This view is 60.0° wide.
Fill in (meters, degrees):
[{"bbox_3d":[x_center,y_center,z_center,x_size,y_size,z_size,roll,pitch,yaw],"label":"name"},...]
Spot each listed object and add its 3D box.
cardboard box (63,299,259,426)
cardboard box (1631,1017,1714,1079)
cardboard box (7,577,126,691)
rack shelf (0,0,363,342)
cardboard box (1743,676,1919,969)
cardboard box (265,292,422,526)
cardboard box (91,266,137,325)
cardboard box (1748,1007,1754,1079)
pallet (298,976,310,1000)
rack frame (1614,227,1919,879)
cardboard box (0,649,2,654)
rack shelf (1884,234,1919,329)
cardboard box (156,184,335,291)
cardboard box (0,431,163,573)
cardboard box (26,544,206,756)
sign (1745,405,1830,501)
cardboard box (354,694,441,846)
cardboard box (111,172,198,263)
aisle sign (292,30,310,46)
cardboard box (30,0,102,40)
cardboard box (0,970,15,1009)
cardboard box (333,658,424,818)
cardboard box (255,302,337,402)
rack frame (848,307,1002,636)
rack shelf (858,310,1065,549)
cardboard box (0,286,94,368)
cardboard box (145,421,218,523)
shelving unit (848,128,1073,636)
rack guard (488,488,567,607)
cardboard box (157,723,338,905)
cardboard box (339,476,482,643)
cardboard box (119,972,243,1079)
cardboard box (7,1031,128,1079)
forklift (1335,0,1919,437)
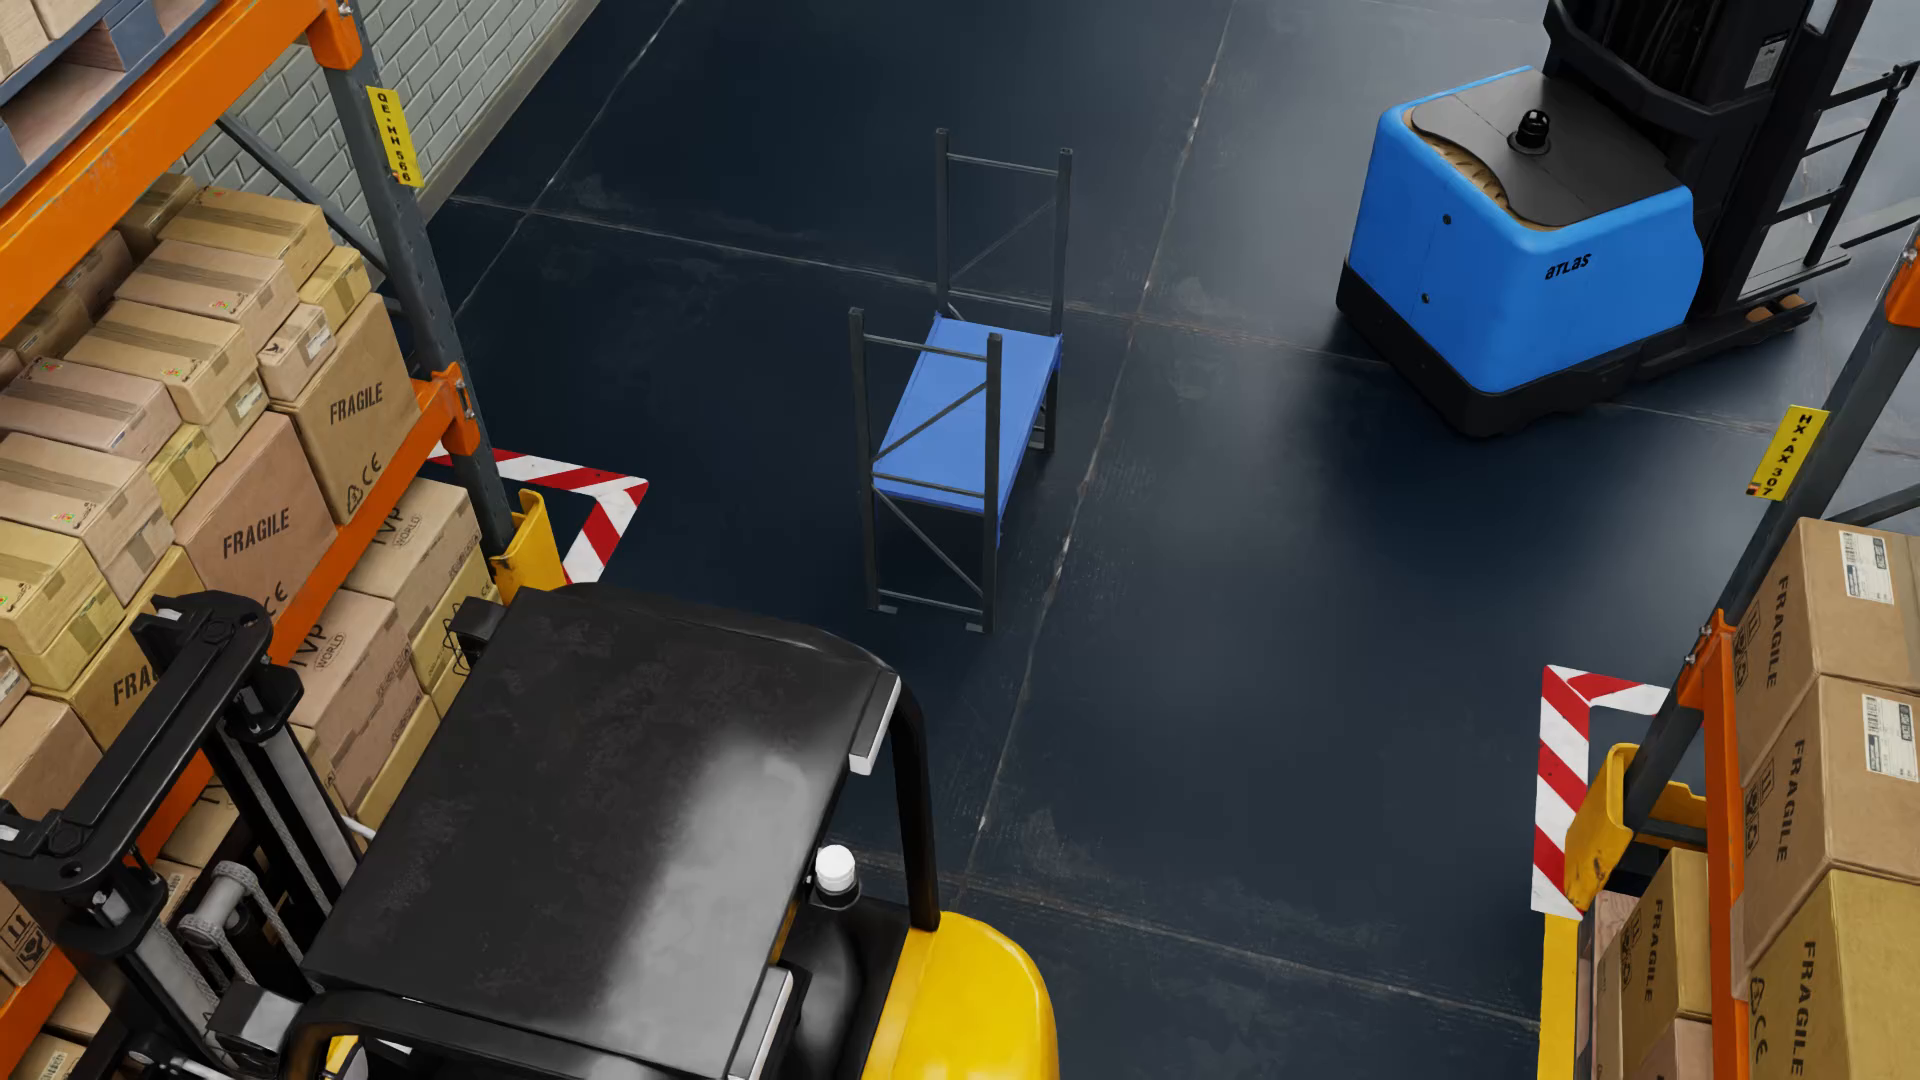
[{"bbox_3d":[-2.102,-0.471,4.386,0.380,0.149,0.250,13,50,11],"label":"cardboard box"},{"bbox_3d":[2.038,1.621,4.292,0.500,0.500,0.500,10,49,9],"label":"cardboard box"},{"bbox_3d":[-2.269,0.187,4.004,0.380,0.149,0.250,12,50,10],"label":"cardboard box"},{"bbox_3d":[-2.660,-0.112,3.246,1.077,0.370,4.000,12,50,10],"label":"rack shelf"},{"bbox_3d":[2.130,0.704,3.782,0.500,0.500,0.500,13,50,11],"label":"cardboard box"},{"bbox_3d":[-2.010,-0.430,4.981,0.500,0.500,0.500,11,49,9],"label":"cardboard box"},{"bbox_3d":[-2.477,-0.667,4.757,0.380,0.149,0.250,12,50,10],"label":"cardboard box"},{"bbox_3d":[2.019,1.190,3.785,0.380,0.149,0.250,13,50,11],"label":"cardboard box"},{"bbox_3d":[-2.618,1.560,5.152,1.003,0.211,1.213,12,50,10],"label":"pallet"},{"bbox_3d":[2.656,0.173,4.516,1.000,3.000,0.127,12,50,10],"label":"rack frame"},{"bbox_3d":[-2.423,0.261,3.740,0.380,0.149,0.250,12,50,11],"label":"cardboard box"},{"bbox_3d":[2.130,0.865,2.384,1.077,0.370,4.000,12,50,10],"label":"rack shelf"},{"bbox_3d":[-2.025,-0.850,4.720,0.380,0.149,0.250,12,50,10],"label":"cardboard box"},{"bbox_3d":[-2.201,-0.095,4.054,0.380,0.149,0.250,13,50,11],"label":"cardboard box"},{"bbox_3d":[-2.290,0.315,4.324,0.500,0.500,0.500,11,49,9],"label":"cardboard box"},{"bbox_3d":[2.132,-0.221,4.286,0.100,0.325,0.005,12,50,10],"label":"sign"},{"bbox_3d":[-2.093,0.727,5.581,0.500,0.250,0.500,12,50,10],"label":"cardboard box"},{"bbox_3d":[-2.428,-0.950,4.809,0.380,0.149,0.250,11,49,9],"label":"cardboard box"},{"bbox_3d":[-1.833,-1.654,4.394,0.394,0.787,0.004,12,50,10],"label":"aisle sign"},{"bbox_3d":[-2.059,-1.226,3.571,0.380,0.149,0.250,10,49,9],"label":"cardboard box"},{"bbox_3d":[-2.565,1.040,3.684,0.500,0.500,0.500,11,50,10],"label":"cardboard box"},{"bbox_3d":[-2.103,0.576,5.381,0.500,0.250,0.500,11,50,10],"label":"cardboard box"},{"bbox_3d":[-1.993,-0.555,4.659,0.380,0.149,0.250,12,50,11],"label":"cardboard box"},{"bbox_3d":[-0.111,-0.190,5.836,0.500,1.500,0.032,12,50,10],"label":"rack frame"},{"bbox_3d":[0.022,-0.439,6.296,0.538,0.185,1.000,12,50,10],"label":"rack shelf"},{"bbox_3d":[-2.585,-0.573,4.476,0.380,0.149,0.250,12,50,11],"label":"cardboard box"},{"bbox_3d":[-2.197,-0.203,4.348,0.380,0.149,0.250,11,50,10],"label":"cardboard box"},{"bbox_3d":[0.022,-0.558,6.161,0.538,1.500,1.048,12,50,10],"label":"shelving unit"},{"bbox_3d":[-2.127,0.006,6.331,1.175,0.500,0.348,12,50,10],"label":"rack guard"},{"bbox_3d":[-2.206,0.768,4.877,0.500,0.250,0.500,12,50,11],"label":"cardboard box"},{"bbox_3d":[-1.954,0.030,5.528,0.500,0.250,0.500,13,50,11],"label":"cardboard box"},{"bbox_3d":[-2.353,1.314,4.729,0.500,0.250,0.500,11,50,10],"label":"cardboard box"},{"bbox_3d":[-2.492,1.511,4.221,0.500,0.250,0.500,13,50,11],"label":"cardboard box"},{"bbox_3d":[3.252,-2.180,6.638,3.031,2.935,1.130,-20,52,-17],"label":"forklift"}]
